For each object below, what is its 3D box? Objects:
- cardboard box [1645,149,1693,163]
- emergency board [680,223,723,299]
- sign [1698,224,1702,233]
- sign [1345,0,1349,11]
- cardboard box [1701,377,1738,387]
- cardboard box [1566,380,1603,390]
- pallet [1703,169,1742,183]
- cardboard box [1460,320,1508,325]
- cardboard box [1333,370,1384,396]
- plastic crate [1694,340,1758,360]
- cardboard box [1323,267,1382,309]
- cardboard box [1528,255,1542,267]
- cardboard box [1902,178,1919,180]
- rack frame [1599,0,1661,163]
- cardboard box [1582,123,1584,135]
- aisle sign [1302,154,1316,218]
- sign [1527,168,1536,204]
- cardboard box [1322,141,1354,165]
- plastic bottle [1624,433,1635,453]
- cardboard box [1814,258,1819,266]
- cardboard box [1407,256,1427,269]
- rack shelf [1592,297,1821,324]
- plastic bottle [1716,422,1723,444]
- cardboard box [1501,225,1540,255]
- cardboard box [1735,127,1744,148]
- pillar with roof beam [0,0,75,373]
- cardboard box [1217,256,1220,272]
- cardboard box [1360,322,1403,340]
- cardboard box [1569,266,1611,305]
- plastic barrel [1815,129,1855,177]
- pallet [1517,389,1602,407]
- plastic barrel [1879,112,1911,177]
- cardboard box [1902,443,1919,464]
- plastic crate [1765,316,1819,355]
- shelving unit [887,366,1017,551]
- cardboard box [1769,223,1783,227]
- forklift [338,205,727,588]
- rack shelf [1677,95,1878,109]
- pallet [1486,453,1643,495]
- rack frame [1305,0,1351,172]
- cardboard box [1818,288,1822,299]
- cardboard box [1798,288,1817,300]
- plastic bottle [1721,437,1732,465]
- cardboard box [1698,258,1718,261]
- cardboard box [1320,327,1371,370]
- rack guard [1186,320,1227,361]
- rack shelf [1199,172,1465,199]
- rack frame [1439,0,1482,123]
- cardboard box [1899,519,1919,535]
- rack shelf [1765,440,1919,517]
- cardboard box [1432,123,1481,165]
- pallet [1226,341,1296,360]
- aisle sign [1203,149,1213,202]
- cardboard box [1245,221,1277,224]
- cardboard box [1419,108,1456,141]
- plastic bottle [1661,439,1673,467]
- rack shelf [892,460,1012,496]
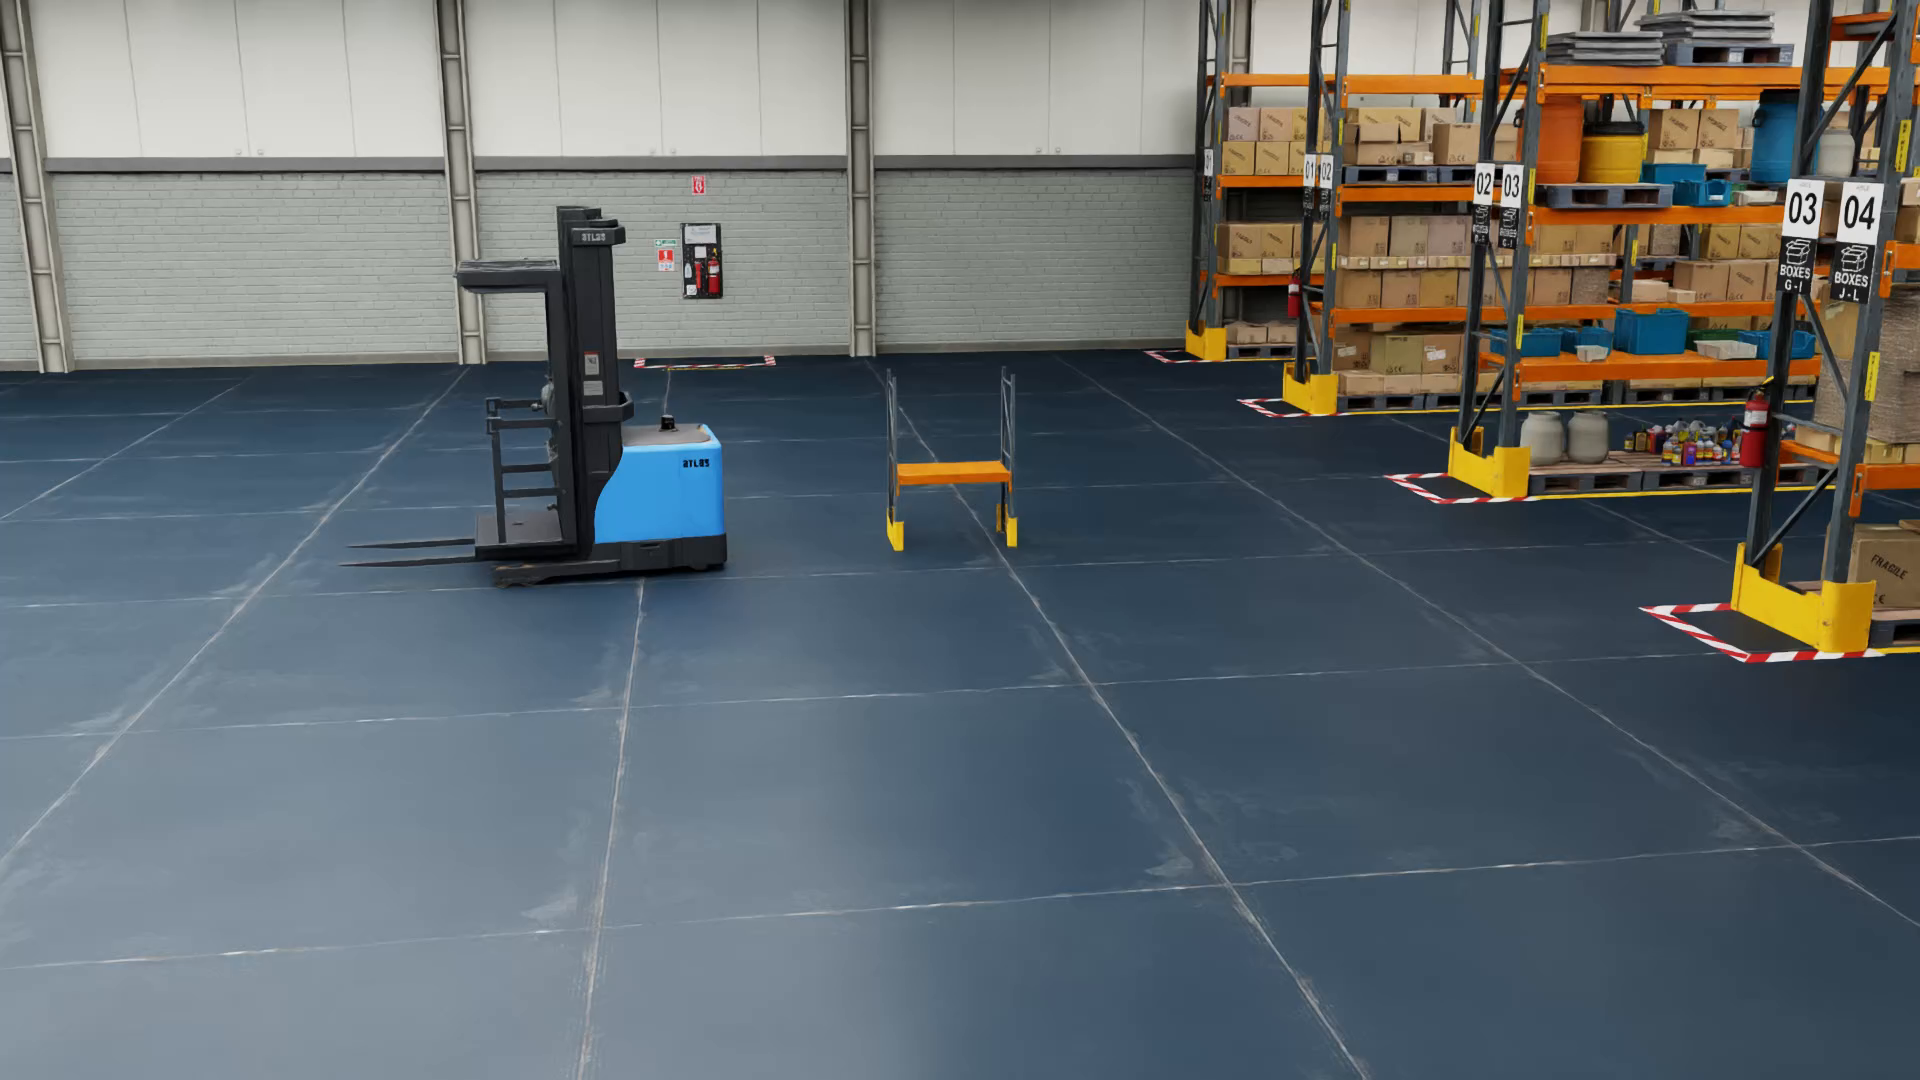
[{"bbox_3d":[9.129,-4.943,21.543,0.500,0.250,0.500,-1,14,-2],"label":"cardboard box"},{"bbox_3d":[-3.998,-4.319,25.777,0.643,1.169,0.194,-2,14,-8],"label":"emergency board"},{"bbox_3d":[11.822,-5.066,26.539,0.005,0.325,0.100,-2,14,-8],"label":"sign"},{"bbox_3d":[4.639,-6.498,19.887,0.005,0.325,0.100,-2,14,-8],"label":"sign"},{"bbox_3d":[9.971,-2.199,22.115,0.500,0.250,0.500,-3,14,-10],"label":"cardboard box"},{"bbox_3d":[8.092,-2.137,21.868,0.500,0.250,0.500,-2,14,-8],"label":"cardboard box"},{"bbox_3d":[9.389,-4.734,21.659,1.217,0.209,0.805,-3,14,-11],"label":"pallet"},{"bbox_3d":[8.502,-3.560,26.984,0.500,0.500,0.700,-2,14,-6],"label":"cardboard box"},{"bbox_3d":[5.126,-2.028,21.430,0.500,0.250,0.500,-2,14,-8],"label":"cardboard box"},{"bbox_3d":[7.685,-1.898,16.664,0.437,0.136,0.530,-2,14,-8],"label":"plastic crate"},{"bbox_3d":[5.026,-3.254,21.326,0.500,0.500,0.700,-2,14,-8],"label":"cardboard box"},{"bbox_3d":[7.275,-3.602,21.380,0.250,0.149,0.380,-2,14,-9],"label":"cardboard box"},{"bbox_3d":[6.792,-2.487,11.795,0.250,0.149,0.380,-3,14,-11],"label":"cardboard box"},{"bbox_3d":[8.518,-6.247,21.131,0.127,3.000,1.000,-2,14,-8],"label":"rack frame"},{"bbox_3d":[7.981,-5.157,21.596,0.500,0.500,0.500,-1,14,-4],"label":"cardboard box"},{"bbox_3d":[4.454,-4.521,21.239,0.004,0.787,0.394,-2,14,-8],"label":"aisle sign"},{"bbox_3d":[5.375,-3.327,15.637,0.005,0.325,0.100,-2,14,-8],"label":"sign"},{"bbox_3d":[5.765,-5.904,25.683,0.500,0.500,0.500,-1,14,-5],"label":"cardboard box"},{"bbox_3d":[7.048,-1.028,17.504,0.097,0.201,0.097,0,14,0],"label":"plastic bottle"},{"bbox_3d":[13.868,-4.583,27.306,0.250,0.149,0.380,-2,14,-7],"label":"cardboard box"},{"bbox_3d":[5.740,-3.545,21.152,0.250,0.149,0.380,-2,14,-9],"label":"cardboard box"},{"bbox_3d":[10.496,-3.060,22.237,4.000,0.370,1.077,-2,14,-8],"label":"rack shelf"},{"bbox_3d":[8.036,-1.109,17.656,0.133,0.283,0.061,-1,14,-6],"label":"plastic bottle"},{"bbox_3d":[7.086,-3.960,21.475,0.500,0.500,0.700,-2,14,-8],"label":"cardboard box"},{"bbox_3d":[12.194,-6.421,26.883,0.500,0.500,0.700,-3,14,-13],"label":"cardboard box"},{"bbox_3d":[-12.773,-5.839,19.504,0.400,9.000,9.100,-2,14,-8],"label":"pillar with roof beam"},{"bbox_3d":[4.255,-4.384,26.303,0.500,0.250,0.500,-2,14,-7],"label":"cardboard box"},{"bbox_3d":[6.756,-3.482,26.674,0.500,0.500,0.500,-3,14,-13],"label":"cardboard box"},{"bbox_3d":[8.080,-3.368,21.778,0.500,0.500,0.700,-2,14,-10],"label":"cardboard box"},{"bbox_3d":[8.797,-3.890,16.806,0.421,0.512,0.421,0,14,0],"label":"plastic barrel"},{"bbox_3d":[7.726,-1.966,22.125,1.213,0.211,1.003,-2,14,-8],"label":"pallet"},{"bbox_3d":[9.723,-3.914,16.965,0.708,0.901,0.600,-2,14,-8],"label":"plastic barrel"},{"bbox_3d":[6.602,-0.644,11.641,0.250,0.149,0.380,-2,14,-8],"label":"cardboard box"},{"bbox_3d":[8.716,-2.127,17.163,0.504,0.338,0.767,-2,14,-8],"label":"plastic crate"},{"bbox_3d":[-0.075,-0.725,14.528,1.083,1.500,0.587,-2,14,-8],"label":"shelving unit"},{"bbox_3d":[13.244,-5.233,27.020,0.500,0.250,0.500,-2,14,-8],"label":"cardboard box"},{"bbox_3d":[-3.499,-1.186,13.427,3.031,2.935,1.130,-4,15,-15],"label":"forklift"},{"bbox_3d":[13.710,-7.113,26.885,4.000,0.370,1.077,-2,14,-8],"label":"rack shelf"},{"bbox_3d":[6.169,-0.690,17.039,1.213,0.211,1.003,-2,14,-8],"label":"pallet"},{"bbox_3d":[4.563,-6.102,20.553,0.127,3.000,1.000,-2,14,-8],"label":"rack frame"},{"bbox_3d":[11.625,-3.261,22.074,0.250,0.149,0.380,-2,14,-8],"label":"cardboard box"},{"bbox_3d":[11.221,-3.300,22.231,0.250,0.149,0.380,-1,14,-4],"label":"cardboard box"},{"bbox_3d":[7.775,-0.904,16.866,0.097,0.271,0.097,0,14,0],"label":"plastic bottle"},{"bbox_3d":[12.092,-4.517,27.043,0.250,0.149,0.380,-2,14,-9],"label":"cardboard box"},{"bbox_3d":[5.049,-2.517,21.838,0.500,0.500,0.500,-2,14,-8],"label":"cardboard box"},{"bbox_3d":[3.896,-3.174,26.349,0.348,0.500,1.175,-2,14,-8],"label":"rack guard"},{"bbox_3d":[5.799,-5.562,26.045,4.000,0.370,1.077,-2,14,-8],"label":"rack shelf"},{"bbox_3d":[7.777,-7.438,25.882,0.127,3.000,1.000,-2,14,-8],"label":"rack frame"},{"bbox_3d":[7.241,0.151,12.227,0.500,0.500,0.500,2,14,6],"label":"cardboard box"},{"bbox_3d":[8.013,-0.532,12.157,4.000,0.370,1.077,-2,14,-8],"label":"rack shelf"},{"bbox_3d":[6.246,-4.961,20.815,0.500,0.500,0.500,-2,14,-8],"label":"cardboard box"},{"bbox_3d":[4.705,-3.054,26.467,1.213,0.211,1.003,-2,14,-8],"label":"pallet"},{"bbox_3d":[3.795,-5.569,25.419,0.004,0.787,0.394,-2,14,-8],"label":"aisle sign"},{"bbox_3d":[4.755,-4.768,26.293,0.500,0.500,0.500,-2,14,-8],"label":"cardboard box"},{"bbox_3d":[7.322,-6.443,25.778,0.500,0.500,0.500,-3,14,-13],"label":"cardboard box"},{"bbox_3d":[7.136,-0.881,16.773,0.097,0.271,0.097,0,14,0],"label":"plastic bottle"},{"bbox_3d":[-0.084,-0.550,14.571,1.000,0.185,0.538,-2,14,-8],"label":"rack shelf"}]
